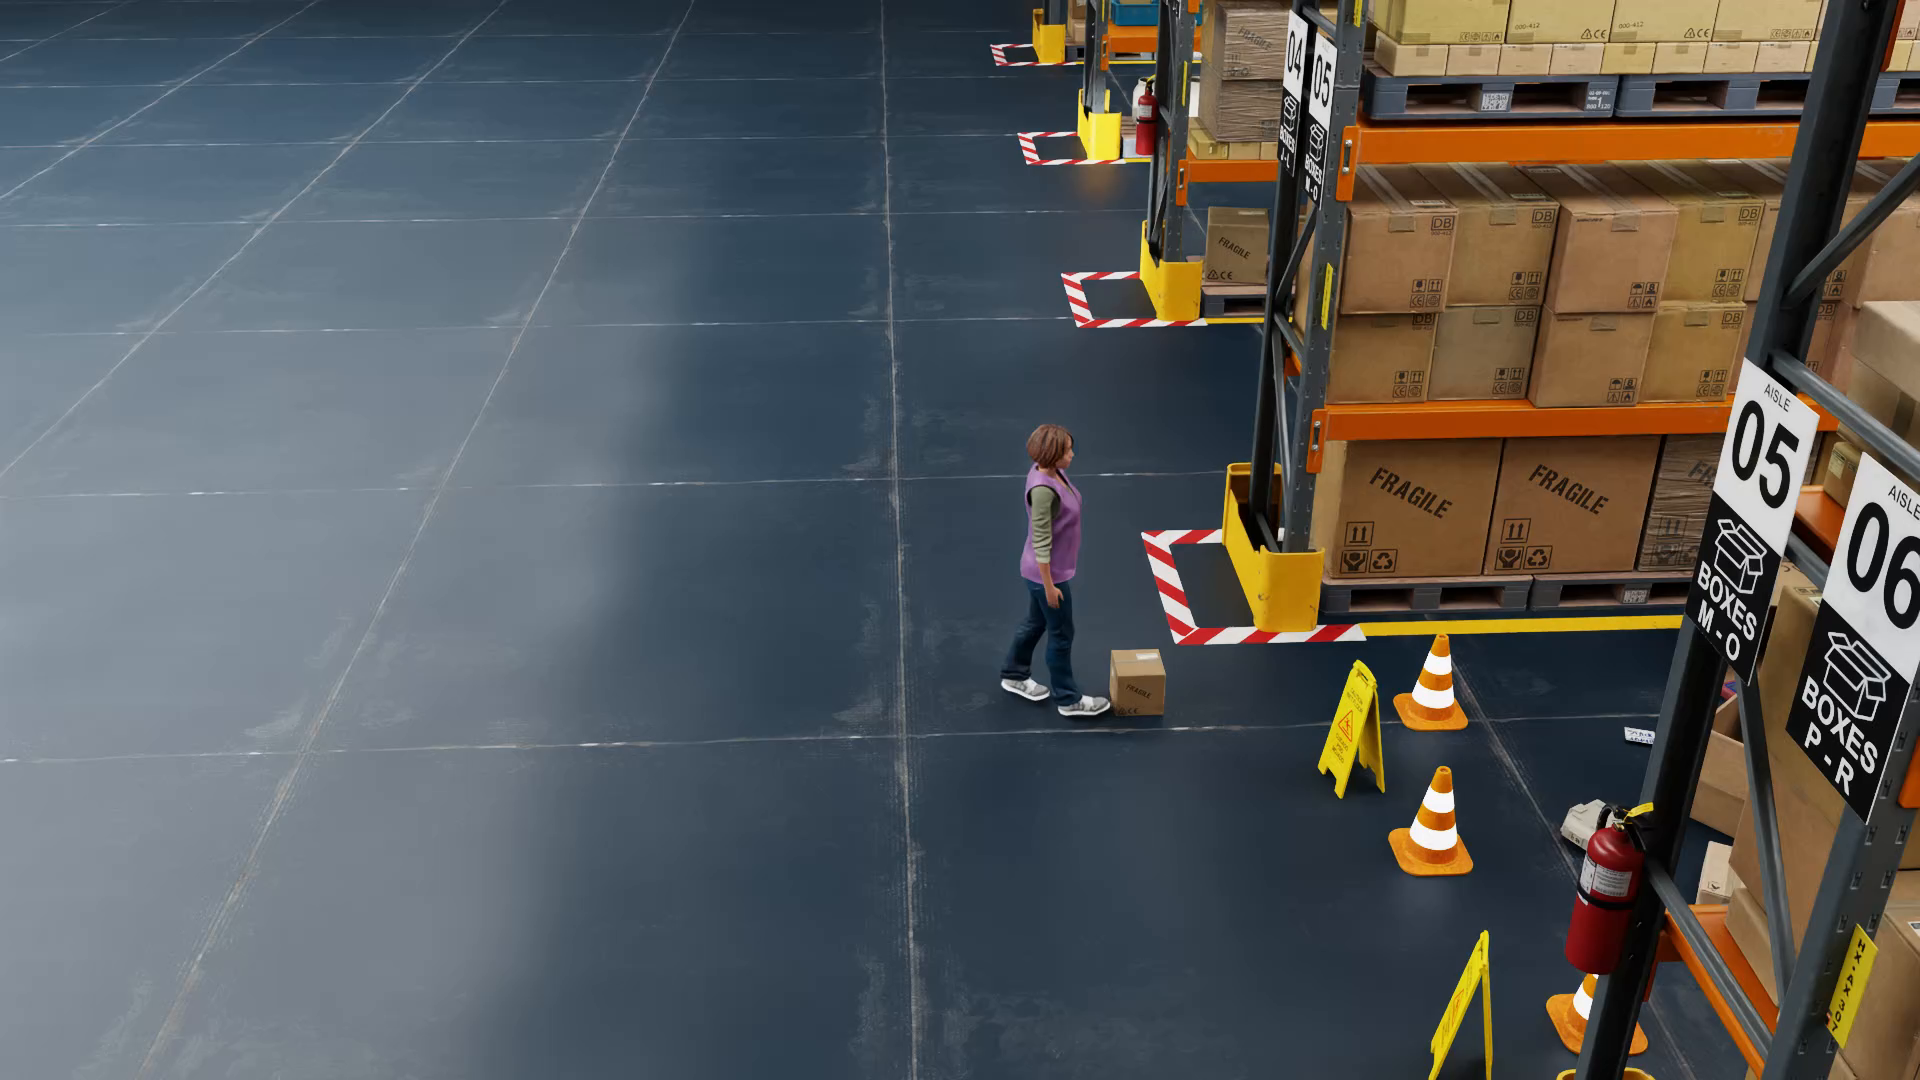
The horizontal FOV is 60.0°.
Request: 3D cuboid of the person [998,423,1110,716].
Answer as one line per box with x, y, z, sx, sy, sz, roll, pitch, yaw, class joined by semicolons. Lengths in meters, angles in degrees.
0.487;0.158;8.320;0.597;1.603;0.428;3;28;6;person
